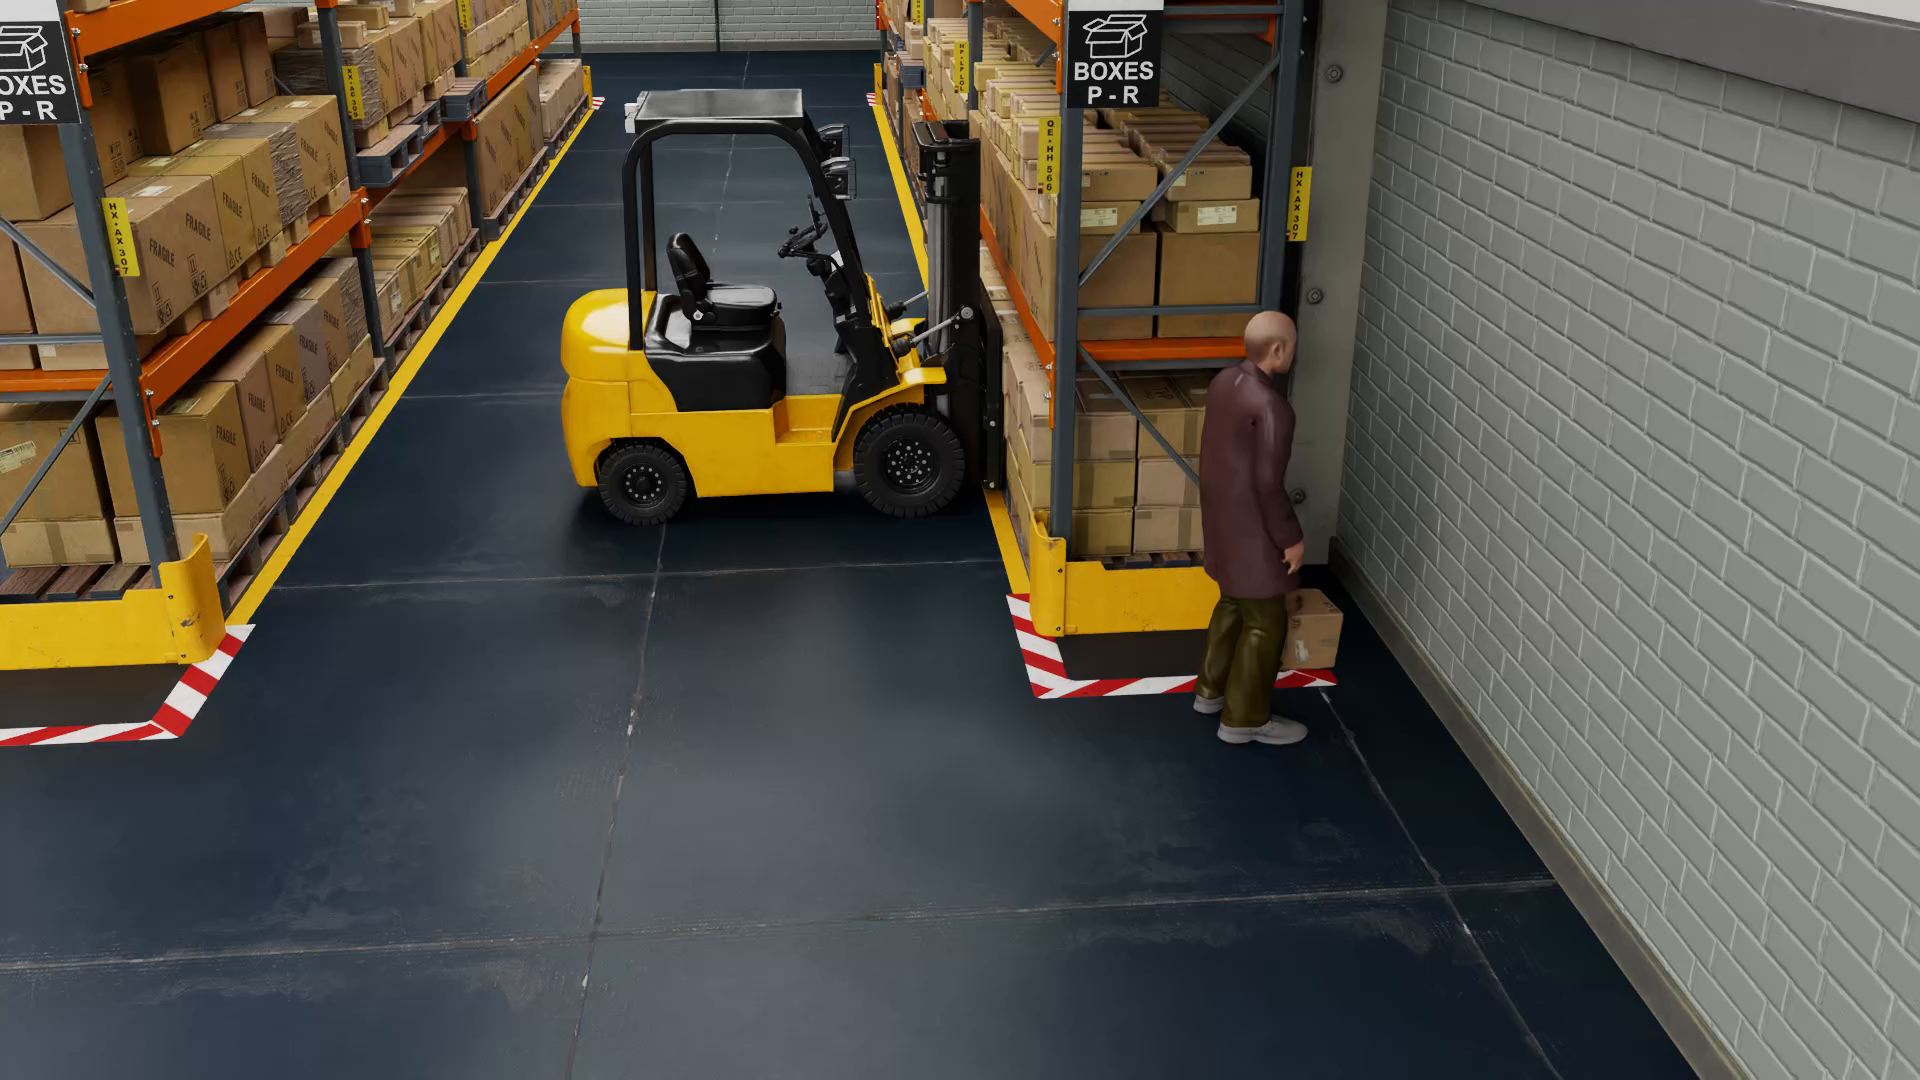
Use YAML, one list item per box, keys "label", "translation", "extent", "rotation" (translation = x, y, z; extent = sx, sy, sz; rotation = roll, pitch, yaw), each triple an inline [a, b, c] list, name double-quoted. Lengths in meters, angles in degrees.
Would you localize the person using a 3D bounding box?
- label: "person"
  translation: [1.183, -0.057, 6.747]
  extent: [0.424, 1.776, 0.596]
  rotation: [-6, 24, -13]
